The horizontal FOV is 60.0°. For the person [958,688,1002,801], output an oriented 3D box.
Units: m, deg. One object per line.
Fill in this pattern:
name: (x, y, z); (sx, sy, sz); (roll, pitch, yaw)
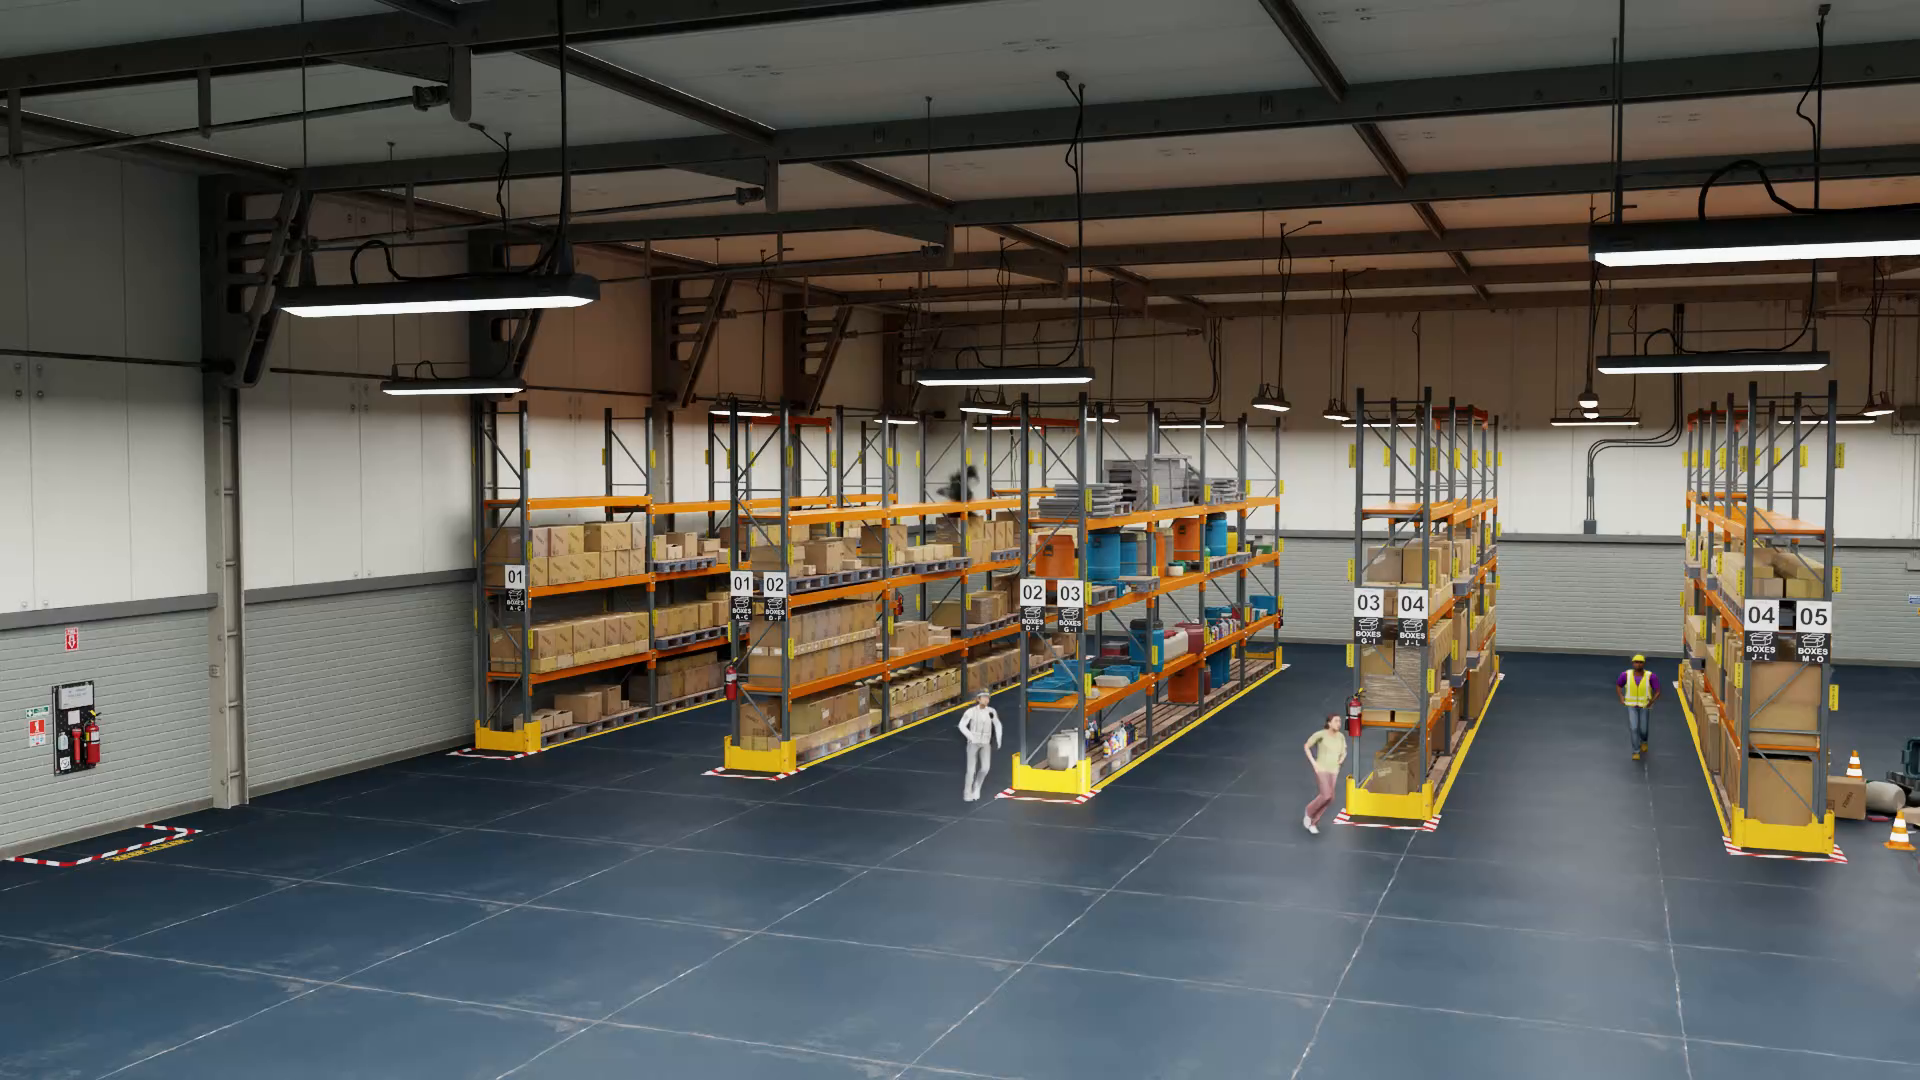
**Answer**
person: (0.316, 2.990, 24.305); (0.688, 1.651, 0.541); (-1, 3, -13)

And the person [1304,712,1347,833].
person: (4.944, 3.120, 22.325); (0.597, 1.604, 0.532); (-1, 3, -23)

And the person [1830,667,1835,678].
person: (18.973, 2.361, 36.659); (0.647, 1.754, 0.663); (1, 3, 21)

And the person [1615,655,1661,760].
person: (11.340, 2.780, 27.833); (0.711, 1.746, 0.718); (1, 3, 24)

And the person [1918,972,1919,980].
person: (9.343, 3.375, 15.487); (0.634, 1.723, 0.793); (-2, 3, -35)
